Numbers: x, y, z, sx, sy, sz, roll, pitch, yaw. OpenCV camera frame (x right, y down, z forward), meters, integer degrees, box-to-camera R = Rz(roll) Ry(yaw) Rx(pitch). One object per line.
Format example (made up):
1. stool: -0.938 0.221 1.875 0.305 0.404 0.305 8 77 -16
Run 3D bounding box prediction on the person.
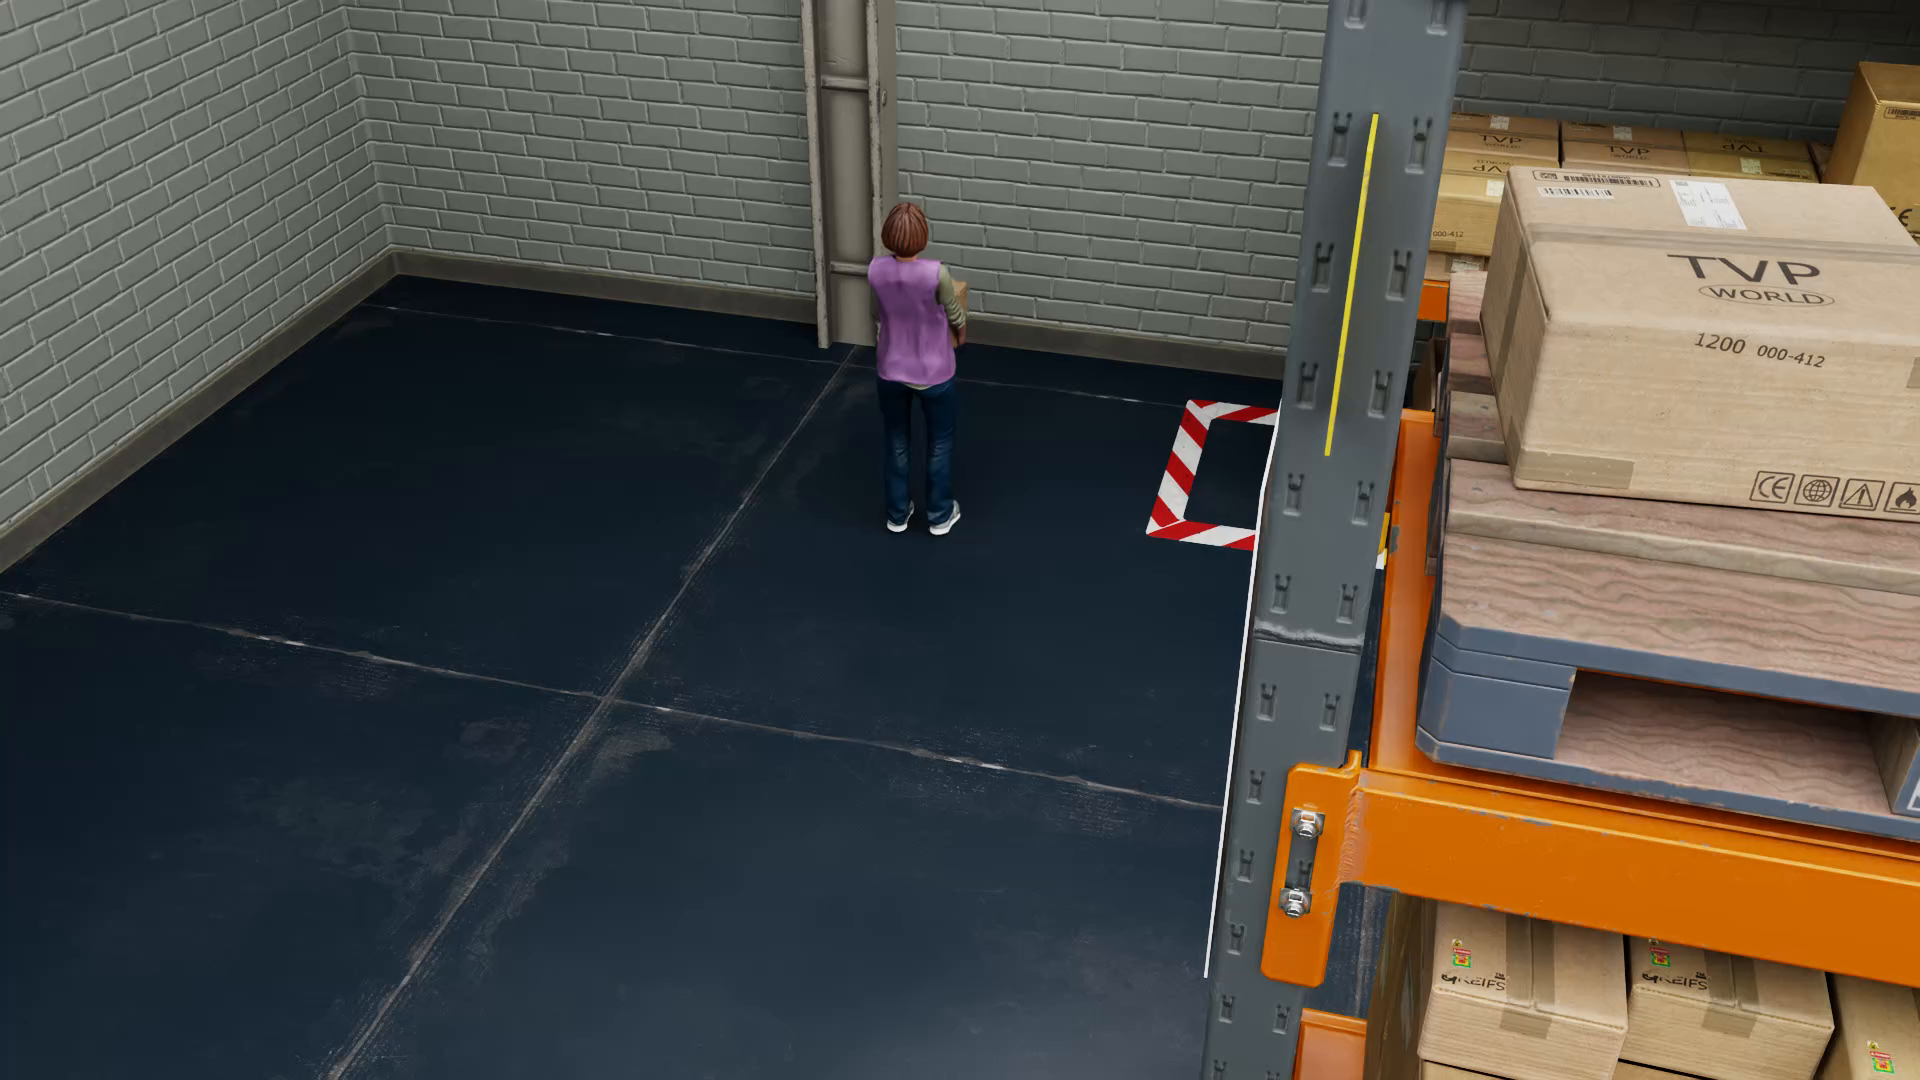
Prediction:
1. person: -0.179 -0.773 7.325 0.412 1.595 0.486 8 34 12
